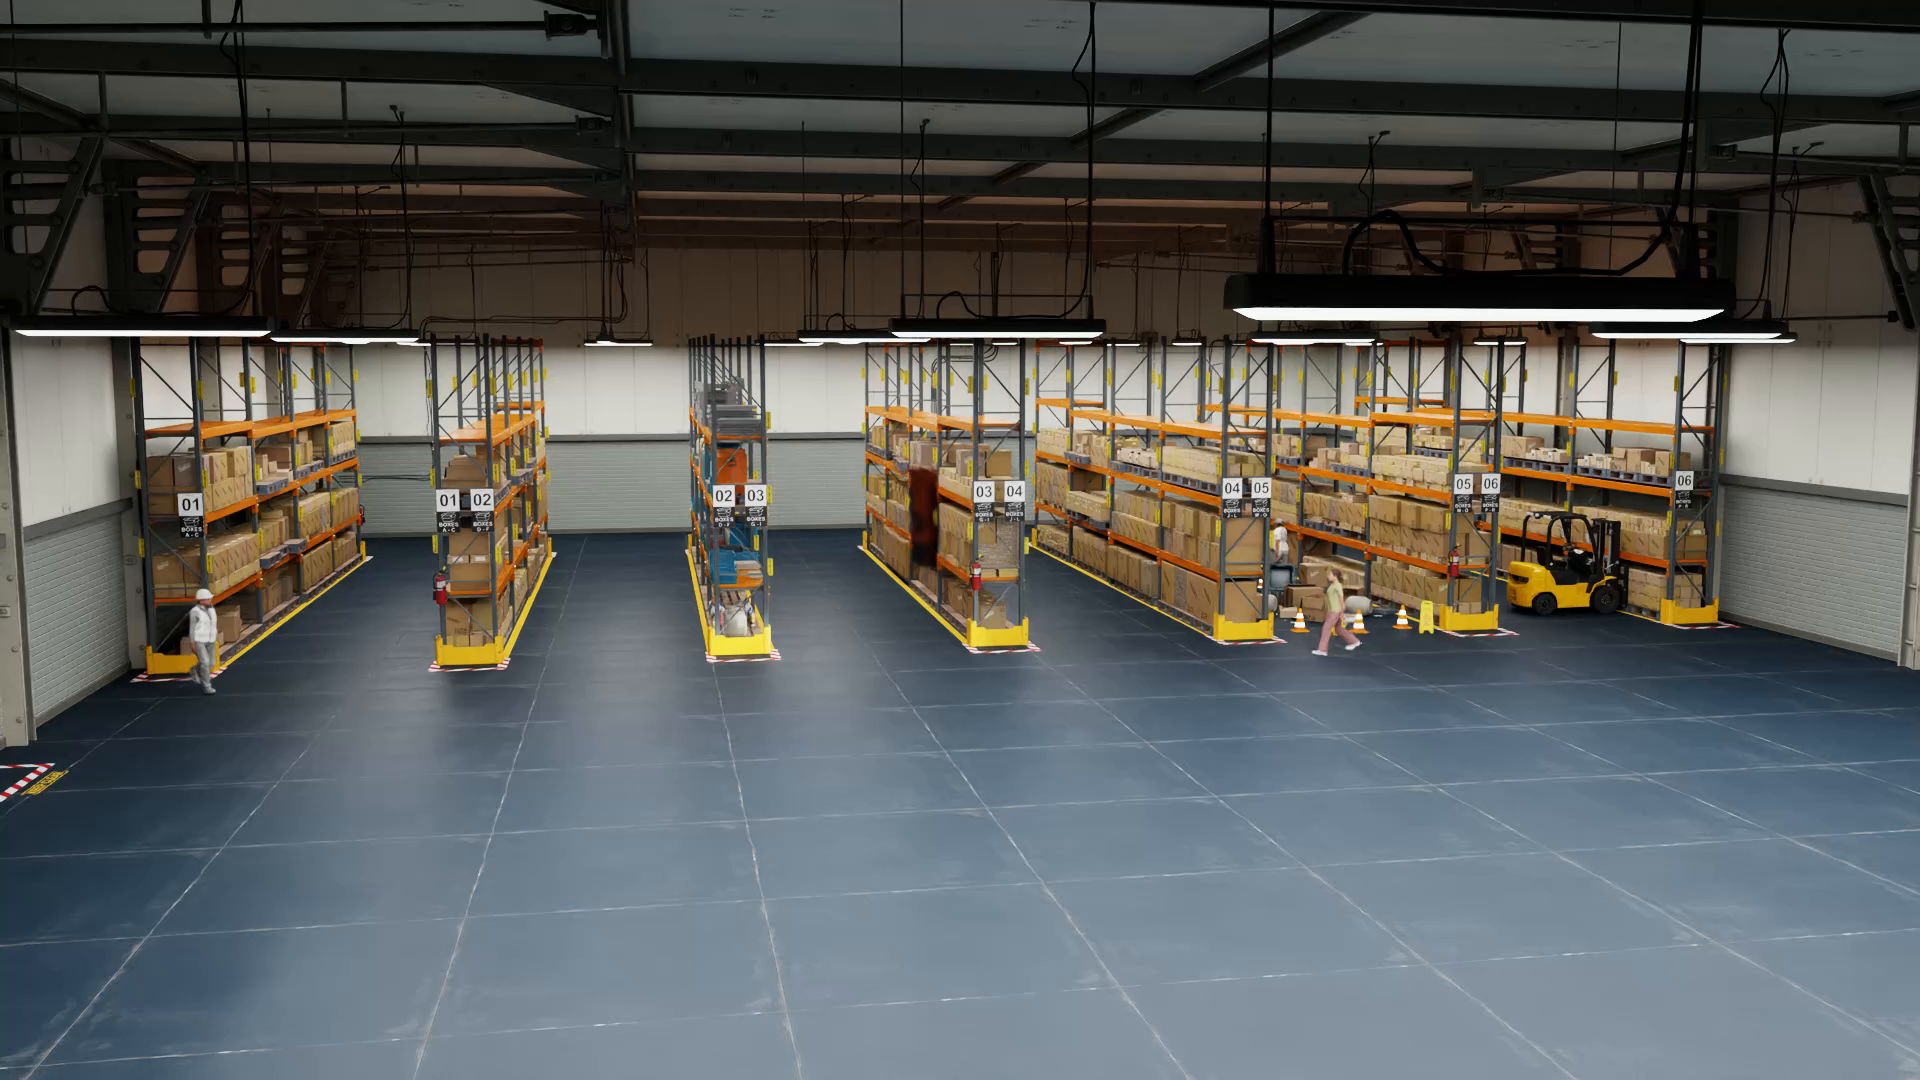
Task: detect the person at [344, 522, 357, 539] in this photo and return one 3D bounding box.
[{"bbox_3d":[-16.999,-0.442,46.276,0.432,1.724,0.564,-1,7,-13],"label":"person"}]

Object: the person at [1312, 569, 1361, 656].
[{"bbox_3d":[7.073,1.343,31.137,1.002,1.628,0.448,-1,7,-8],"label":"person"}]

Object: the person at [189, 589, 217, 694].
[{"bbox_3d":[-12.706,1.669,27.822,0.855,1.745,0.537,4,7,29],"label":"person"}]

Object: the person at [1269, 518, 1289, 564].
[{"bbox_3d":[7.724,0.318,40.141,0.513,1.692,0.500,-5,8,-35],"label":"person"}]
